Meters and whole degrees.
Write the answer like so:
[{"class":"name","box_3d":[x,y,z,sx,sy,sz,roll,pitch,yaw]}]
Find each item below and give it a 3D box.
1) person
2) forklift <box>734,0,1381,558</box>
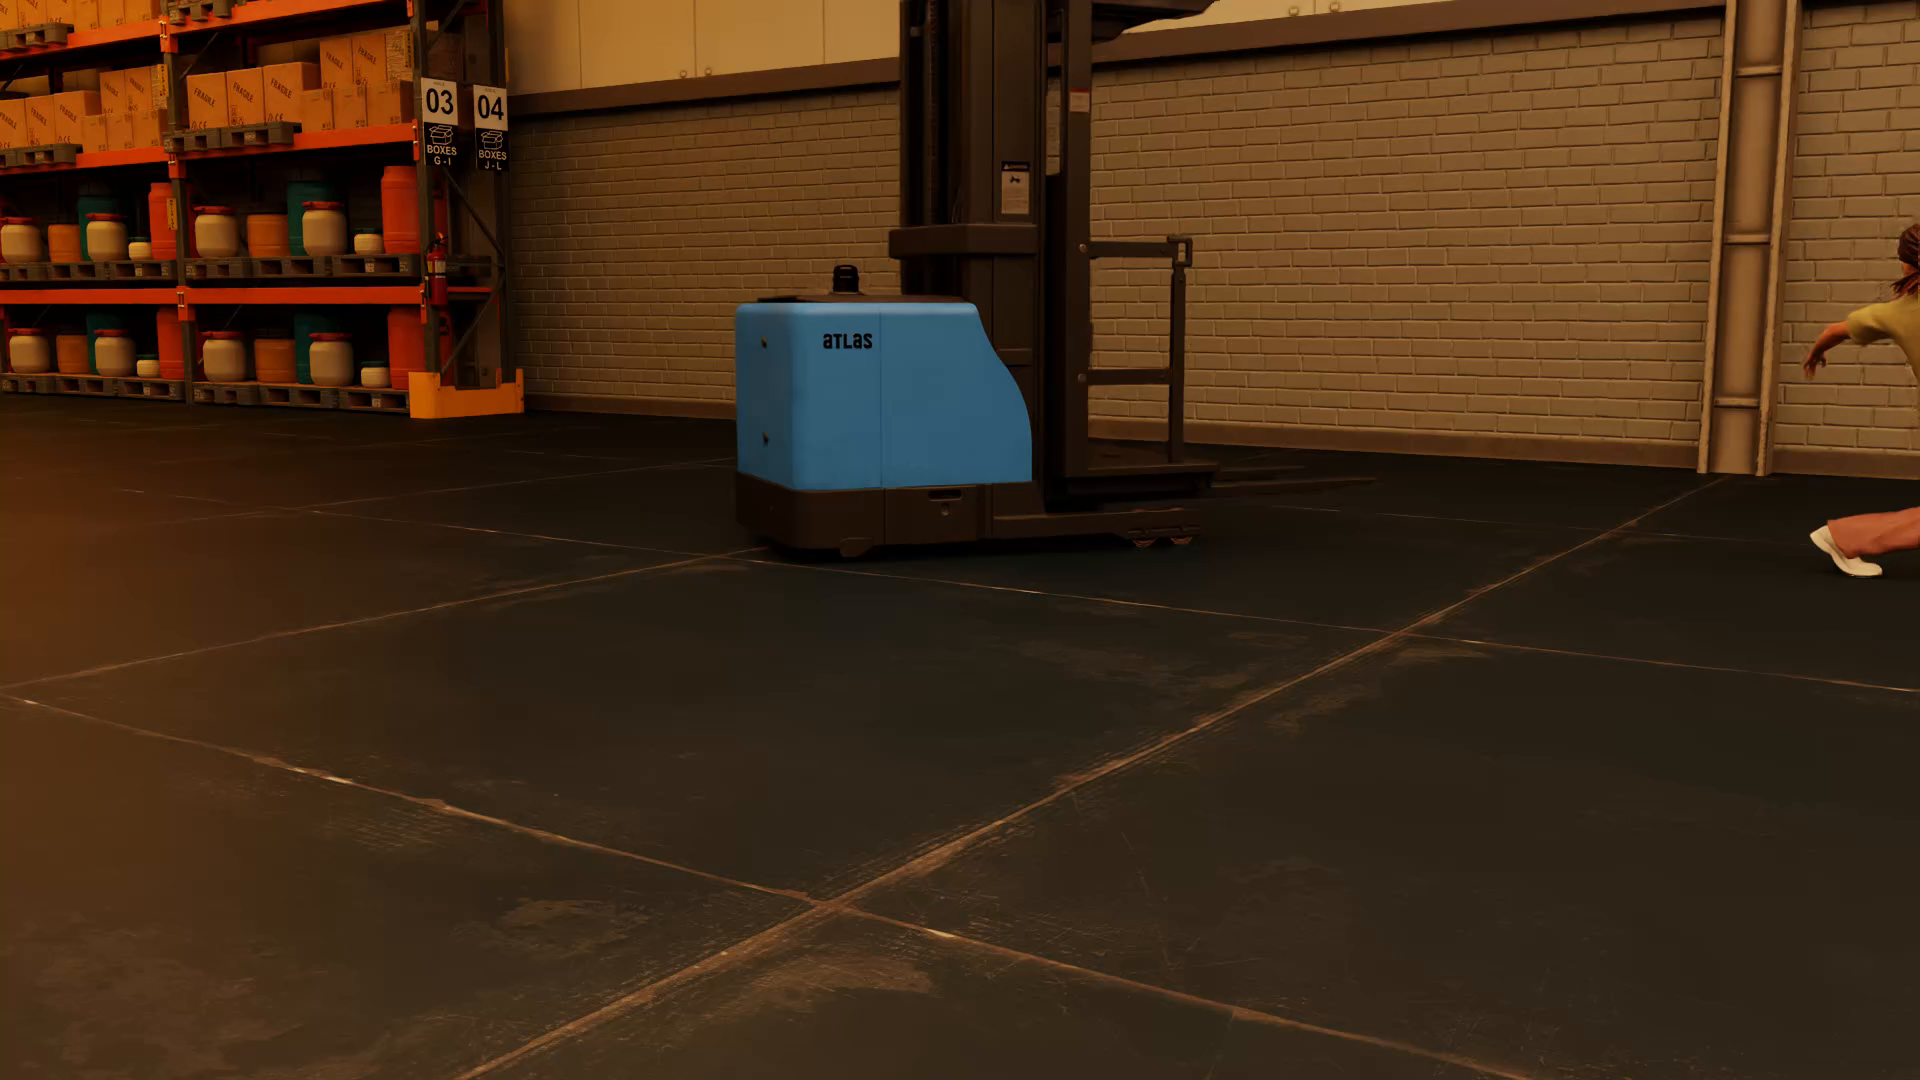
[{"class":"person","box_3d":[3.908,-0.557,6.633,0.951,1.386,0.865,1,8,9]},{"class":"forklift","box_3d":[0.529,-1.487,7.651,3.031,2.935,1.130,-3,9,-23]}]
